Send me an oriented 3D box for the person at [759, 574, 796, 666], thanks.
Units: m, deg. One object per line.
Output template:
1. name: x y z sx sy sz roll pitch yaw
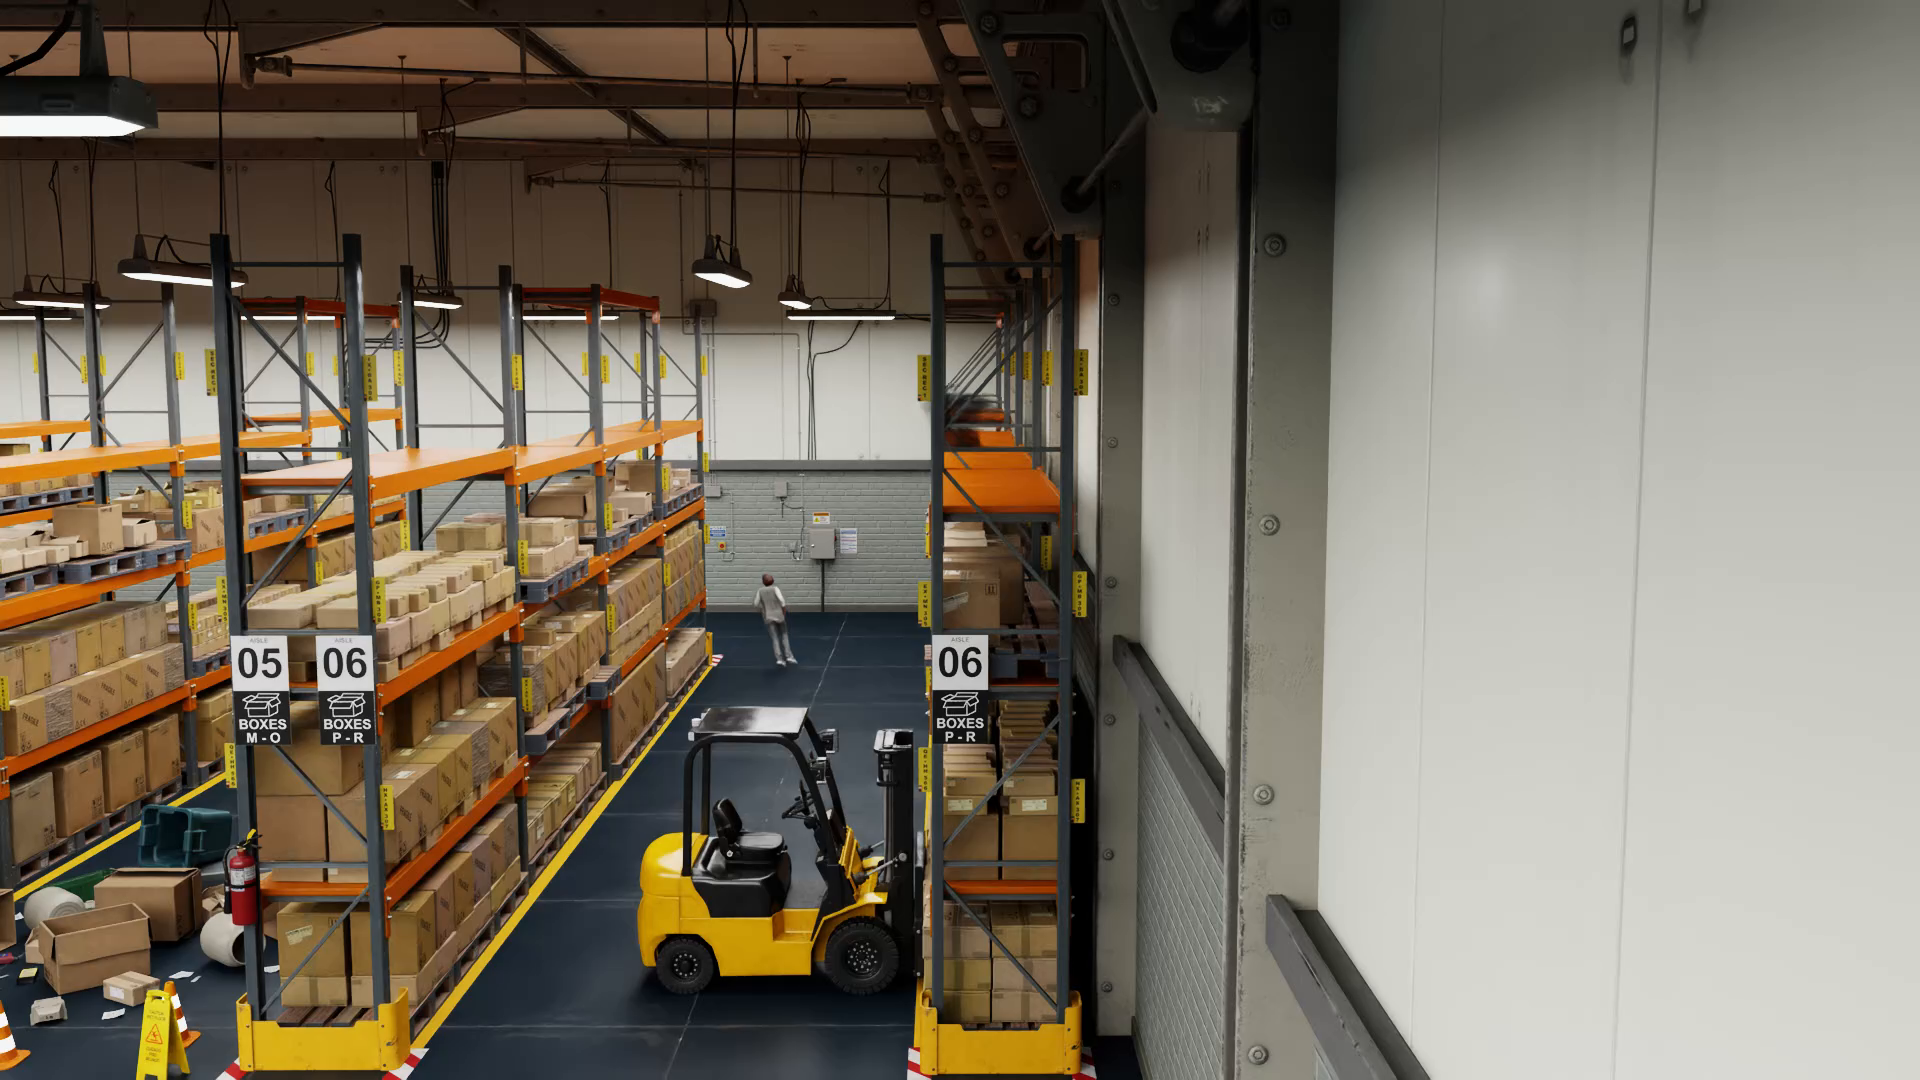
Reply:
1. person: -3.069 1.338 27.657 0.643 1.550 0.779 0 6 -3
